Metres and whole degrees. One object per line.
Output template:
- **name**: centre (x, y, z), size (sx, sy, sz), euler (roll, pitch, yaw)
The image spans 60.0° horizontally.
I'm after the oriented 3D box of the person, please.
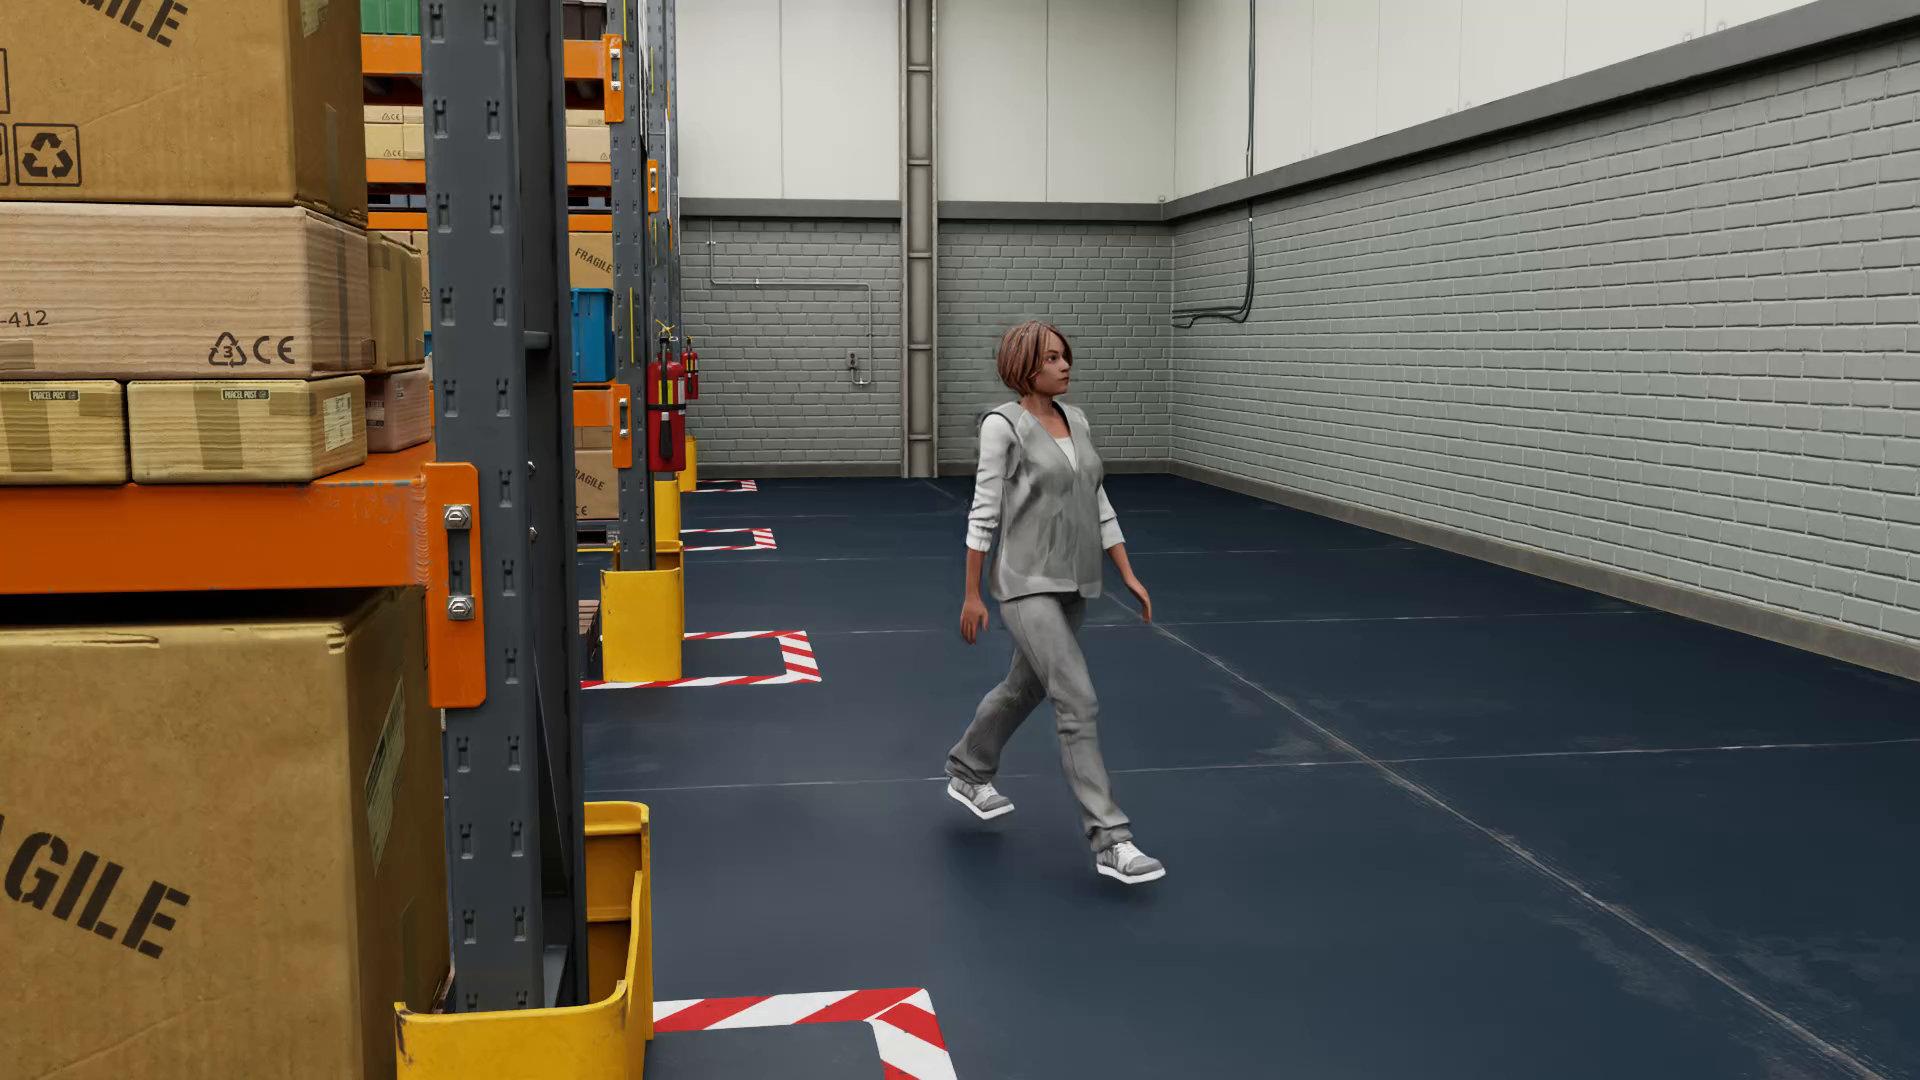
- **person**: centre (0.281, 0.138, 4.803), size (0.979, 1.530, 0.429), euler (7, 9, 44)
